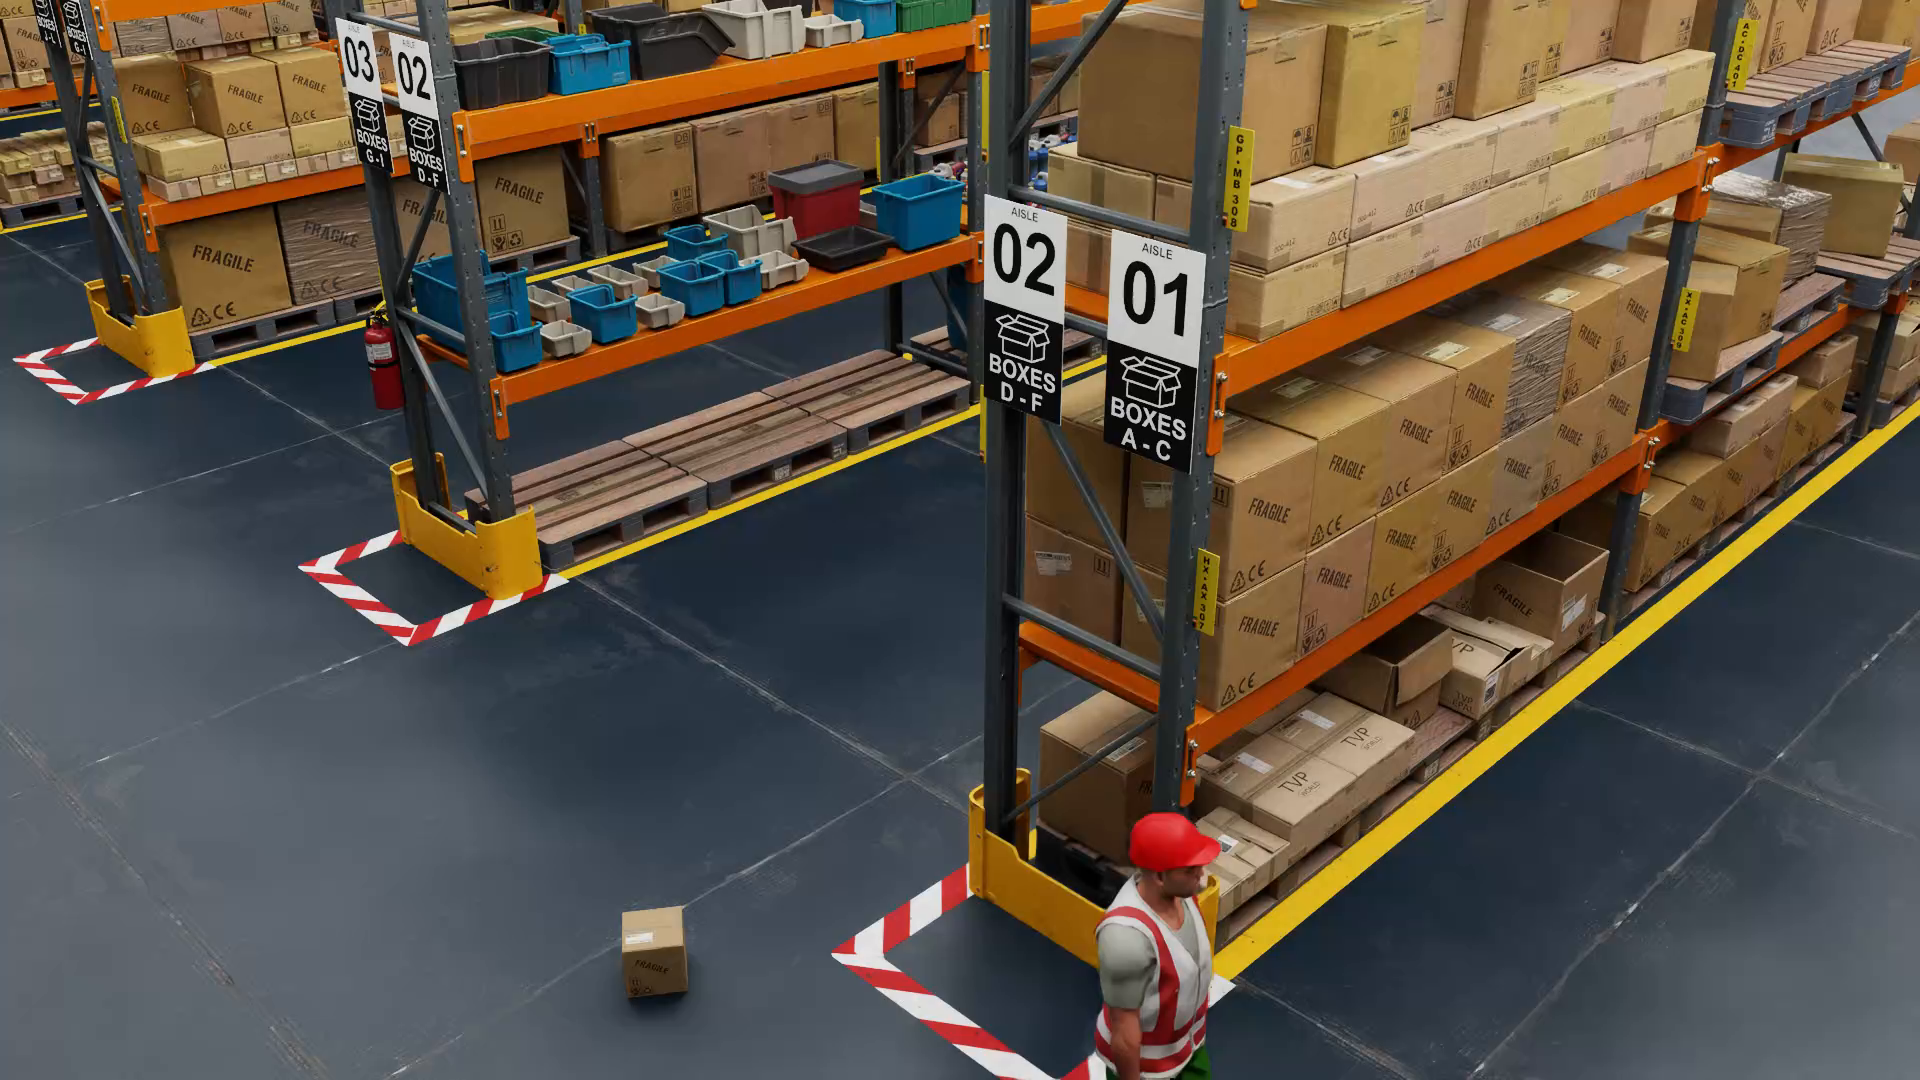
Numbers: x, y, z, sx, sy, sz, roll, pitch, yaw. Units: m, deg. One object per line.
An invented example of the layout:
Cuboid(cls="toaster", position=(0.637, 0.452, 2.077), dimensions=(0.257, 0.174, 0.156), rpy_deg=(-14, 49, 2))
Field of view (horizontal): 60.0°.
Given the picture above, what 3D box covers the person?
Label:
Cuboid(cls="person", position=(0.598, 1.641, 5.424), dimensions=(0.764, 1.762, 0.569), rpy_deg=(18, 32, 30))
